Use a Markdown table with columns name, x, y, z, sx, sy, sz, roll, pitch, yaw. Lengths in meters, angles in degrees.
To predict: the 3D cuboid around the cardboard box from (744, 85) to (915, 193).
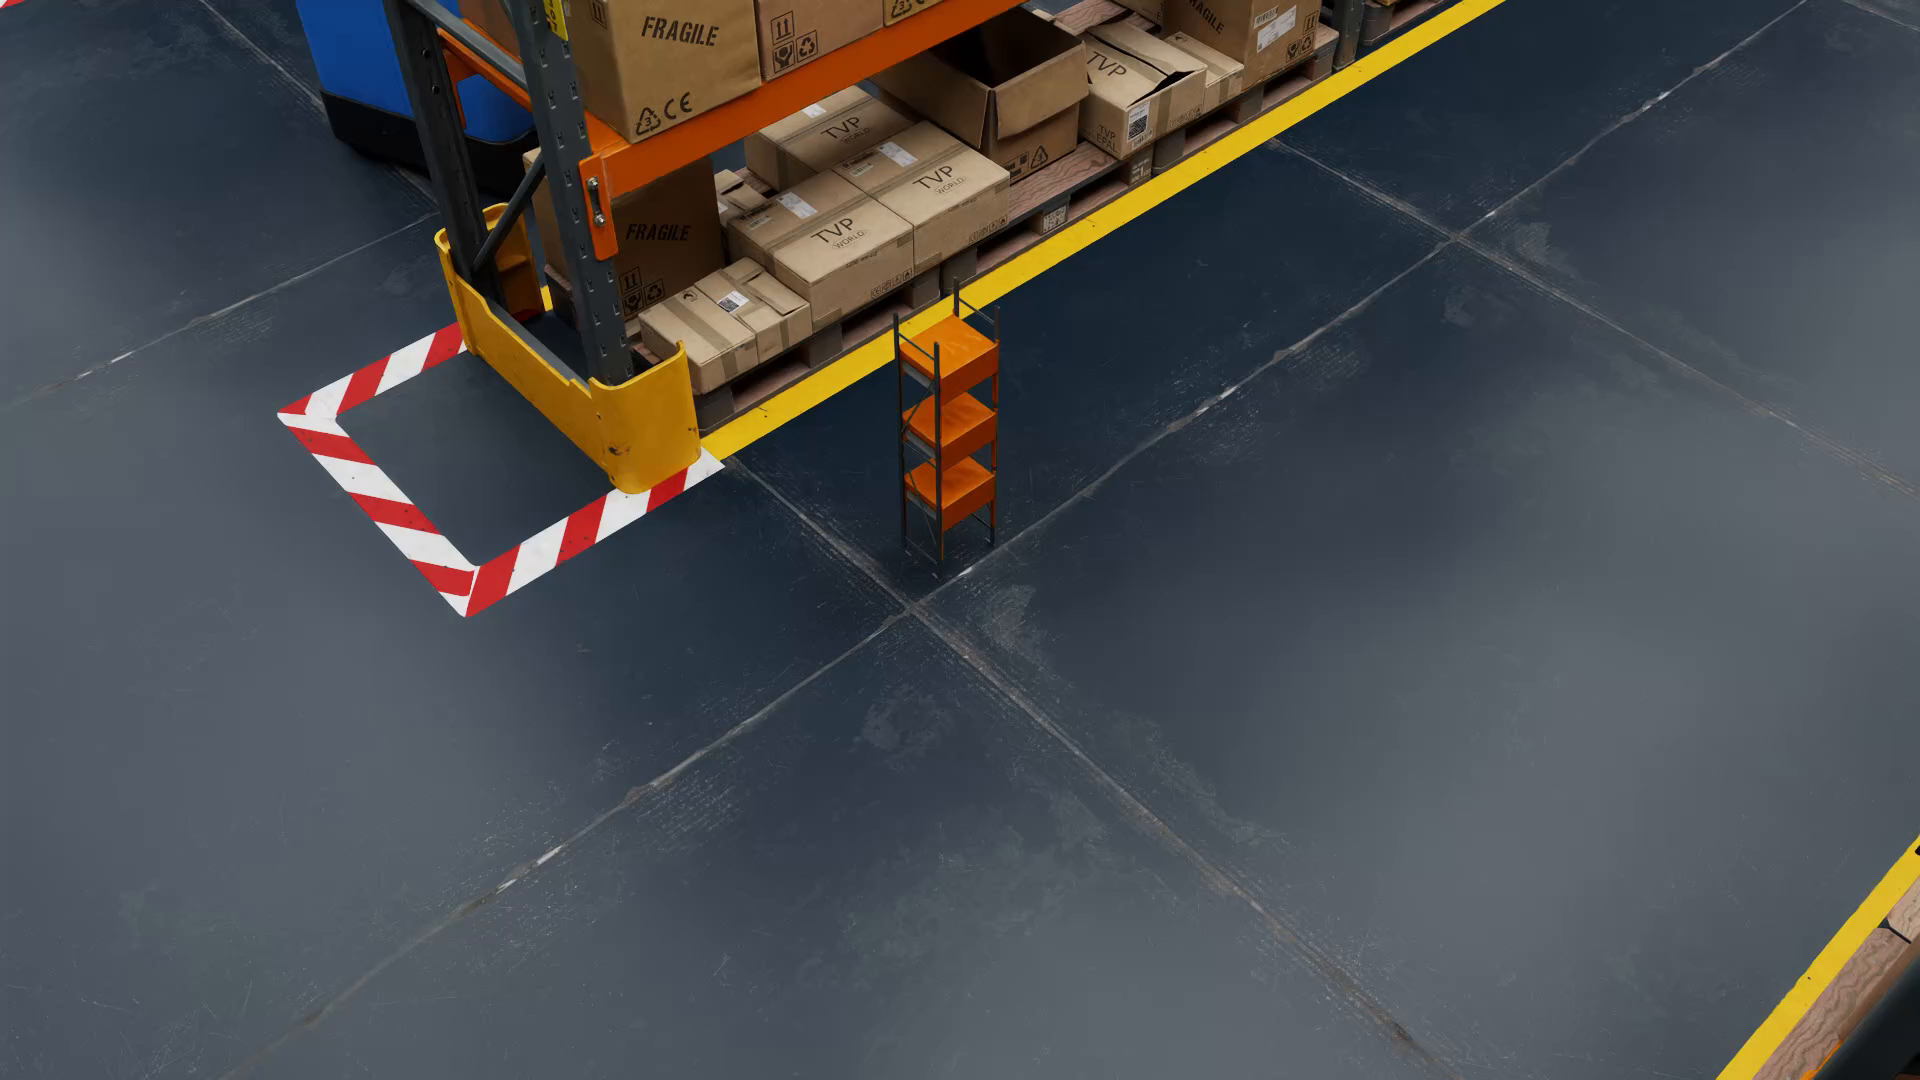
| name | x | y | z | sx | sy | sz | roll | pitch | yaw |
| --- | --- | --- | --- | --- | --- | --- | --- | --- | --- |
| cardboard box | -0.528 | -1.597 | 6.754 | 0.500 | 0.250 | 0.500 | -34 | 56 | -27 |

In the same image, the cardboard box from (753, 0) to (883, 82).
| name | x | y | z | sx | sy | sz | roll | pitch | yaw |
| --- | --- | --- | --- | --- | --- | --- | --- | --- | --- |
| cardboard box | -0.604 | -1.892 | 5.386 | 0.500 | 0.500 | 0.500 | -34 | 56 | -27 |

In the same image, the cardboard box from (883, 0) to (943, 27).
| name | x | y | z | sx | sy | sz | roll | pitch | yaw |
| --- | --- | --- | --- | --- | --- | --- | --- | --- | --- |
| cardboard box | -0.231 | -2.138 | 5.614 | 0.500 | 0.500 | 0.500 | -34 | 56 | -27 |

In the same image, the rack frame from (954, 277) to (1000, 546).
| name | x | y | z | sx | sy | sz | roll | pitch | yaw |
| --- | --- | --- | --- | --- | --- | --- | --- | --- | --- |
| rack frame | 0.051 | -0.390 | 5.395 | 0.008 | 1.050 | 0.200 | -34 | 56 | -27 |

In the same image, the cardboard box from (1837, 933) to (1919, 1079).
| name | x | y | z | sx | sy | sz | roll | pitch | yaw |
| --- | --- | --- | --- | --- | --- | --- | --- | --- | --- |
| cardboard box | 2.218 | 0.809 | 2.759 | 0.700 | 0.700 | 0.980 | -31 | 55 | -26 |

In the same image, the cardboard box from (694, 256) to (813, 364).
| name | x | y | z | sx | sy | sz | roll | pitch | yaw |
| --- | --- | --- | --- | --- | --- | --- | --- | --- | --- |
| cardboard box | -0.762 | -0.856 | 6.127 | 0.250 | 0.166 | 0.380 | -34 | 56 | -27 |

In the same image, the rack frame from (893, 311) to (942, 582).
| name | x | y | z | sx | sy | sz | roll | pitch | yaw |
| --- | --- | --- | --- | --- | --- | --- | --- | --- | --- |
| rack frame | -0.130 | -0.269 | 5.284 | 0.008 | 1.050 | 0.200 | -34 | 56 | -27 |

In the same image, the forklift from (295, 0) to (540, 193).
| name | x | y | z | sx | sy | sz | roll | pitch | yaw |
| --- | --- | --- | --- | --- | --- | --- | --- | --- | --- |
| forklift | -1.655 | -3.549 | 7.030 | 1.130 | 2.935 | 3.031 | 20 | 50 | 17 |

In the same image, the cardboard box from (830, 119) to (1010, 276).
| name | x | y | z | sx | sy | sz | roll | pitch | yaw |
| --- | --- | --- | --- | --- | --- | --- | --- | --- | --- |
| cardboard box | -0.155 | -1.350 | 6.526 | 0.500 | 0.250 | 0.500 | -34 | 56 | -27 |

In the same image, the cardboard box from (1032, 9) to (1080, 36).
| name | x | y | z | sx | sy | sz | roll | pitch | yaw |
| --- | --- | --- | --- | --- | --- | --- | --- | --- | --- |
| cardboard box | 0.382 | -2.167 | 7.337 | 0.250 | 0.166 | 0.380 | -34 | 56 | -27 |

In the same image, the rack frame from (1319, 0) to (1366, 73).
| name | x | y | z | sx | sy | sz | roll | pitch | yaw |
| --- | --- | --- | --- | --- | --- | --- | --- | --- | --- |
| rack frame | 1.471 | -3.501 | 6.940 | 0.127 | 3.000 | 1.000 | -34 | 56 | -27 |

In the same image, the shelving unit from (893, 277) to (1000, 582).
| name | x | y | z | sx | sy | sz | roll | pitch | yaw |
| --- | --- | --- | --- | --- | --- | --- | --- | --- | --- |
| shelving unit | -0.040 | -0.330 | 5.340 | 0.252 | 1.050 | 0.215 | -34 | 56 | -27 |

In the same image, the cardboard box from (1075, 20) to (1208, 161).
| name | x | y | z | sx | sy | sz | roll | pitch | yaw |
| --- | --- | --- | --- | --- | --- | --- | --- | --- | --- |
| cardboard box | 0.686 | -1.932 | 7.022 | 0.500 | 0.311 | 0.500 | -34 | 56 | -27 |

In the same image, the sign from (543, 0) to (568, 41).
| name | x | y | z | sx | sy | sz | roll | pitch | yaw |
| --- | --- | --- | --- | --- | --- | --- | --- | --- | --- |
| sign | -1.123 | -1.522 | 4.525 | 0.005 | 0.325 | 0.100 | -34 | 56 | -27 |

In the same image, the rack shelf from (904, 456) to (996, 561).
| name | x | y | z | sx | sy | sz | roll | pitch | yaw |
| --- | --- | --- | --- | --- | --- | --- | --- | --- | --- |
| rack shelf | -0.040 | -0.134 | 5.552 | 0.240 | 0.259 | 0.215 | -34 | 56 | -27 |

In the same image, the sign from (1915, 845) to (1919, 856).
| name | x | y | z | sx | sy | sz | roll | pitch | yaw |
| --- | --- | --- | --- | --- | --- | --- | --- | --- | --- |
| sign | 1.492 | 0.393 | 2.397 | 0.005 | 0.325 | 0.100 | -34 | 56 | -27 |

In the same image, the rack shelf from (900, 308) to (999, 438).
| name | x | y | z | sx | sy | sz | roll | pitch | yaw |
| --- | --- | --- | --- | --- | --- | --- | --- | --- | --- |
| rack shelf | -0.040 | -0.515 | 5.139 | 0.240 | 0.259 | 0.215 | -34 | 56 | -27 |

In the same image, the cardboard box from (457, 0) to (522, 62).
| name | x | y | z | sx | sy | sz | roll | pitch | yaw |
| --- | --- | --- | --- | --- | --- | --- | --- | --- | --- |
| cardboard box | -1.340 | -1.927 | 5.419 | 0.500 | 0.500 | 0.500 | -32 | 55 | -26 |

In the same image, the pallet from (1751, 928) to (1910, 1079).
| name | x | y | z | sx | sy | sz | roll | pitch | yaw |
| --- | --- | --- | --- | --- | --- | --- | --- | --- | --- |
| pallet | 2.386 | 1.676 | 4.060 | 1.213 | 0.211 | 1.003 | -34 | 56 | -27 |

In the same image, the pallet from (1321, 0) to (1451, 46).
| name | x | y | z | sx | sy | sz | roll | pitch | yaw |
| --- | --- | --- | --- | --- | --- | --- | --- | --- | --- |
| pallet | 2.048 | -2.979 | 8.355 | 1.213 | 0.211 | 1.003 | -34 | 56 | -27 |

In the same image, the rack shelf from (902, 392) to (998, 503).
| name | x | y | z | sx | sy | sz | roll | pitch | yaw |
| --- | --- | --- | --- | --- | --- | --- | --- | --- | --- |
| rack shelf | -0.040 | -0.322 | 5.348 | 0.240 | 0.259 | 0.215 | -34 | 56 | -27 |

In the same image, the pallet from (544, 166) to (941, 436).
| name | x | y | z | sx | sy | sz | roll | pitch | yaw |
| --- | --- | --- | --- | --- | --- | --- | --- | --- | --- |
| pallet | -0.843 | -1.010 | 6.539 | 1.213 | 0.211 | 1.003 | -34 | 56 | -27 |

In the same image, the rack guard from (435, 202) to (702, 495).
| name | x | y | z | sx | sy | sz | roll | pitch | yaw |
| --- | --- | --- | --- | --- | --- | --- | --- | --- | --- |
| rack guard | -1.432 | -0.714 | 6.068 | 0.348 | 0.500 | 1.175 | -34 | 56 | -27 |

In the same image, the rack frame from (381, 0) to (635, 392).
| name | x | y | z | sx | sy | sz | roll | pitch | yaw |
| --- | --- | --- | --- | --- | --- | --- | --- | --- | --- |
| rack frame | -1.488 | -1.524 | 5.115 | 0.127 | 3.000 | 1.000 | -34 | 56 | -27 |

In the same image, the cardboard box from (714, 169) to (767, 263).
| name | x | y | z | sx | sy | sz | roll | pitch | yaw |
| --- | --- | --- | --- | --- | --- | --- | --- | --- | --- |
| cardboard box | -0.891 | -1.266 | 6.506 | 0.250 | 0.166 | 0.380 | -34 | 56 | -27 |

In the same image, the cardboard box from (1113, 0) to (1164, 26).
| name | x | y | z | sx | sy | sz | roll | pitch | yaw |
| --- | --- | --- | --- | --- | --- | --- | --- | --- | --- |
| cardboard box | 1.015 | -2.649 | 7.683 | 0.500 | 0.311 | 0.500 | -34 | 56 | -27 |

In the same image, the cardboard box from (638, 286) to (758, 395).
| name | x | y | z | sx | sy | sz | roll | pitch | yaw |
| --- | --- | --- | --- | --- | --- | --- | --- | --- | --- |
| cardboard box | -0.947 | -0.726 | 6.020 | 0.250 | 0.149 | 0.380 | -34 | 56 | -27 |

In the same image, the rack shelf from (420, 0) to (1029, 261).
| name | x | y | z | sx | sy | sz | roll | pitch | yaw |
| --- | --- | --- | --- | --- | --- | --- | --- | --- | --- |
| rack shelf | -0.008 | -2.269 | 6.292 | 4.000 | 0.370 | 1.077 | -34 | 56 | -27 |
